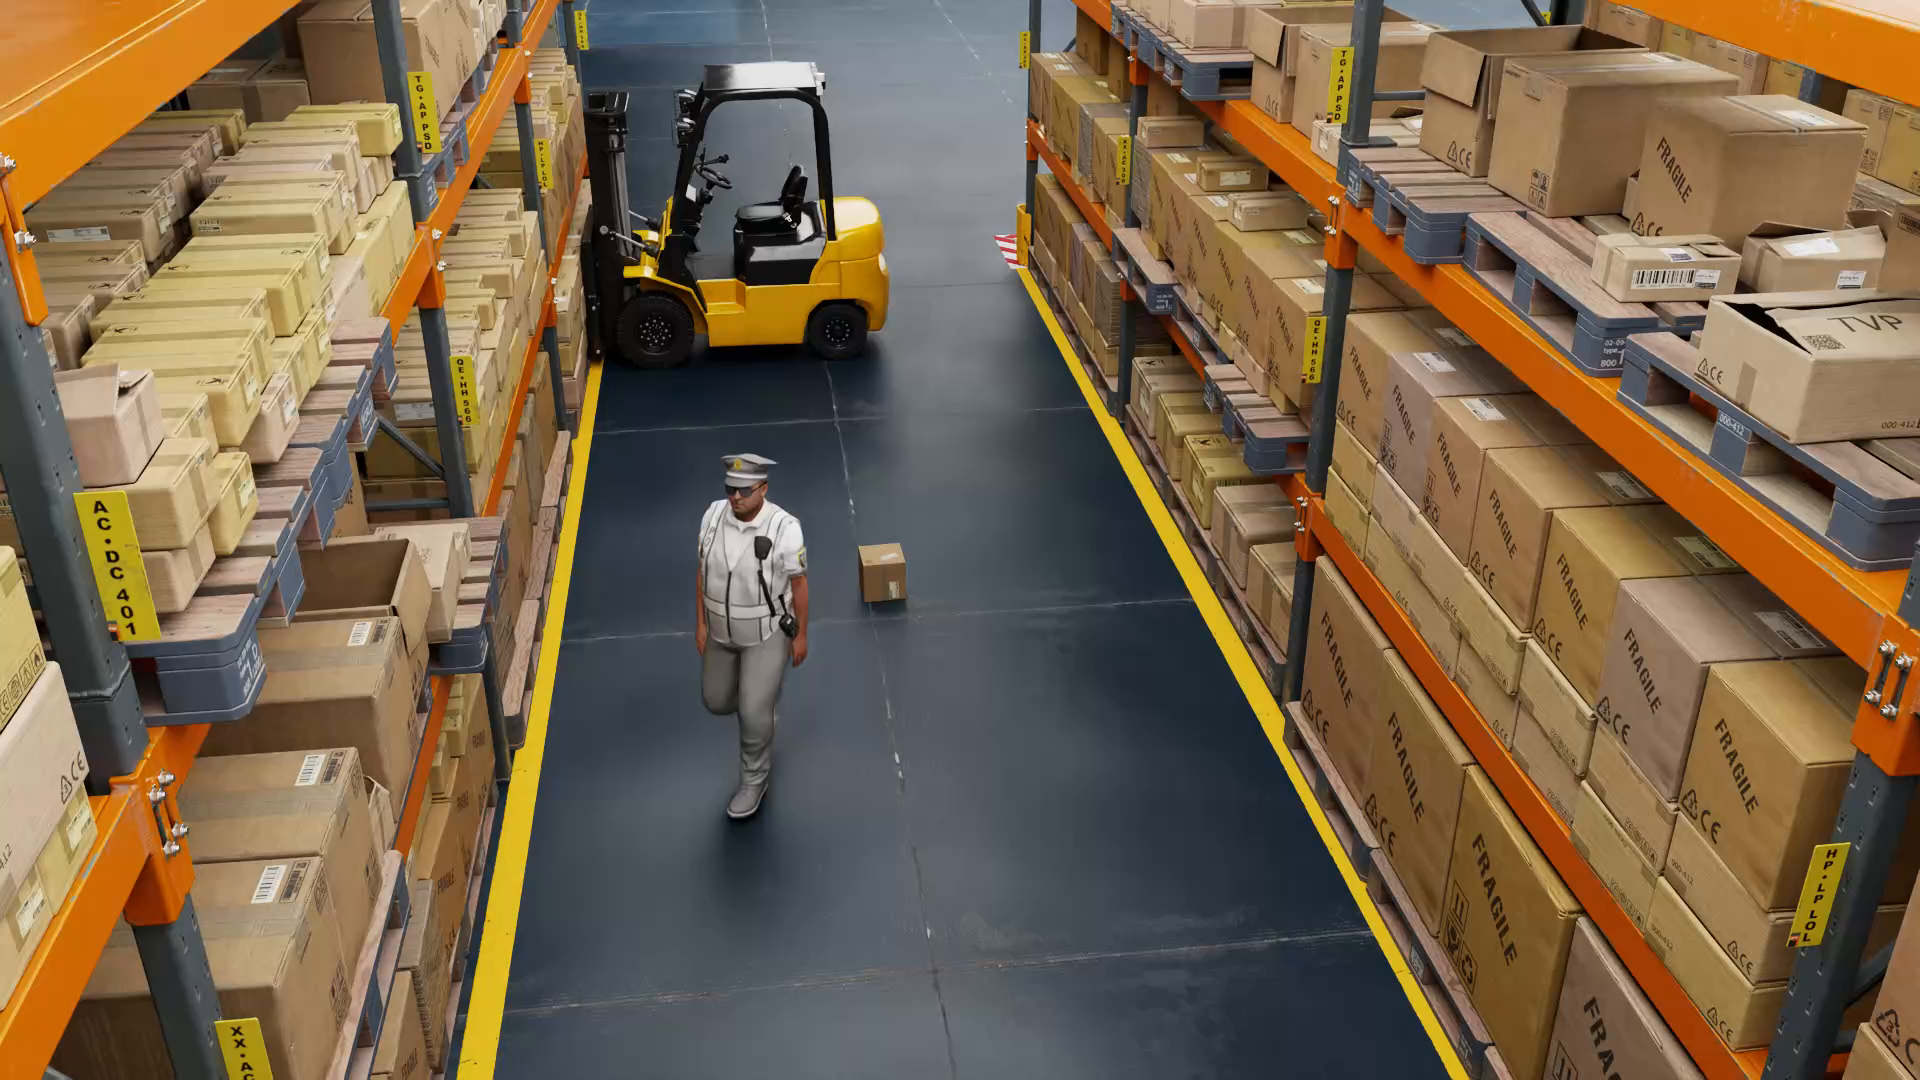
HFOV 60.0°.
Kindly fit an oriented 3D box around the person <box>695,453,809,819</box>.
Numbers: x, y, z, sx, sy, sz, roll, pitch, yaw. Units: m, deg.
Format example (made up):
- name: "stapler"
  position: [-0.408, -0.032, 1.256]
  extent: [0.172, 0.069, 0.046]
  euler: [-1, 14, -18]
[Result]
- name: "person"
  position: [-0.980, 0.384, 7.799]
  extent: [0.545, 1.740, 0.771]
  euler: [11, 29, 20]
